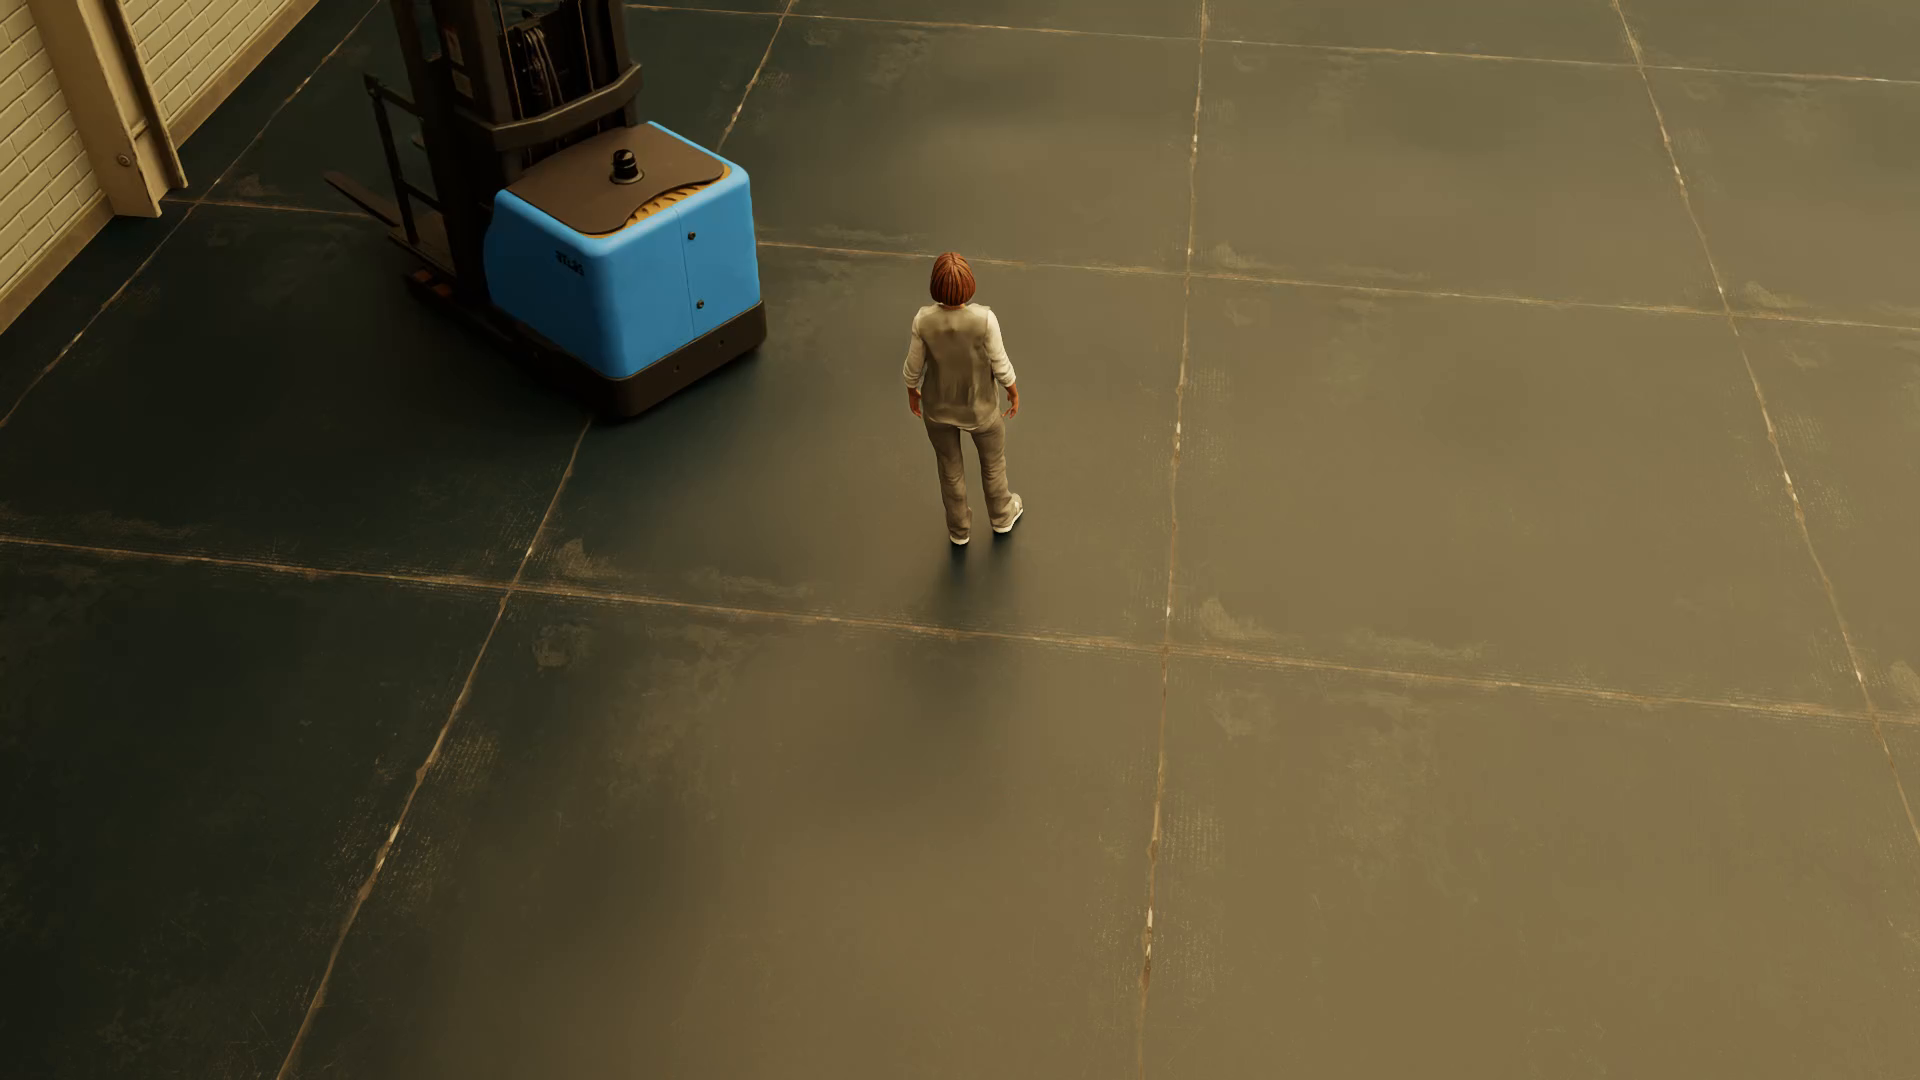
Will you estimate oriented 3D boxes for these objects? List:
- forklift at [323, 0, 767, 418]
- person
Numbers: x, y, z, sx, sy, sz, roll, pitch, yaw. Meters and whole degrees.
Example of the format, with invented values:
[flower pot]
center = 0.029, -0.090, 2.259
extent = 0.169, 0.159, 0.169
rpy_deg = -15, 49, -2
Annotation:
[forklift]
center = -2.469, -2.572, 8.524
extent = 3.031, 2.935, 1.130
rpy_deg = 32, 51, 30
[person]
center = 0.024, -0.642, 7.398
extent = 0.520, 1.597, 0.475
rpy_deg = 5, 43, 6
